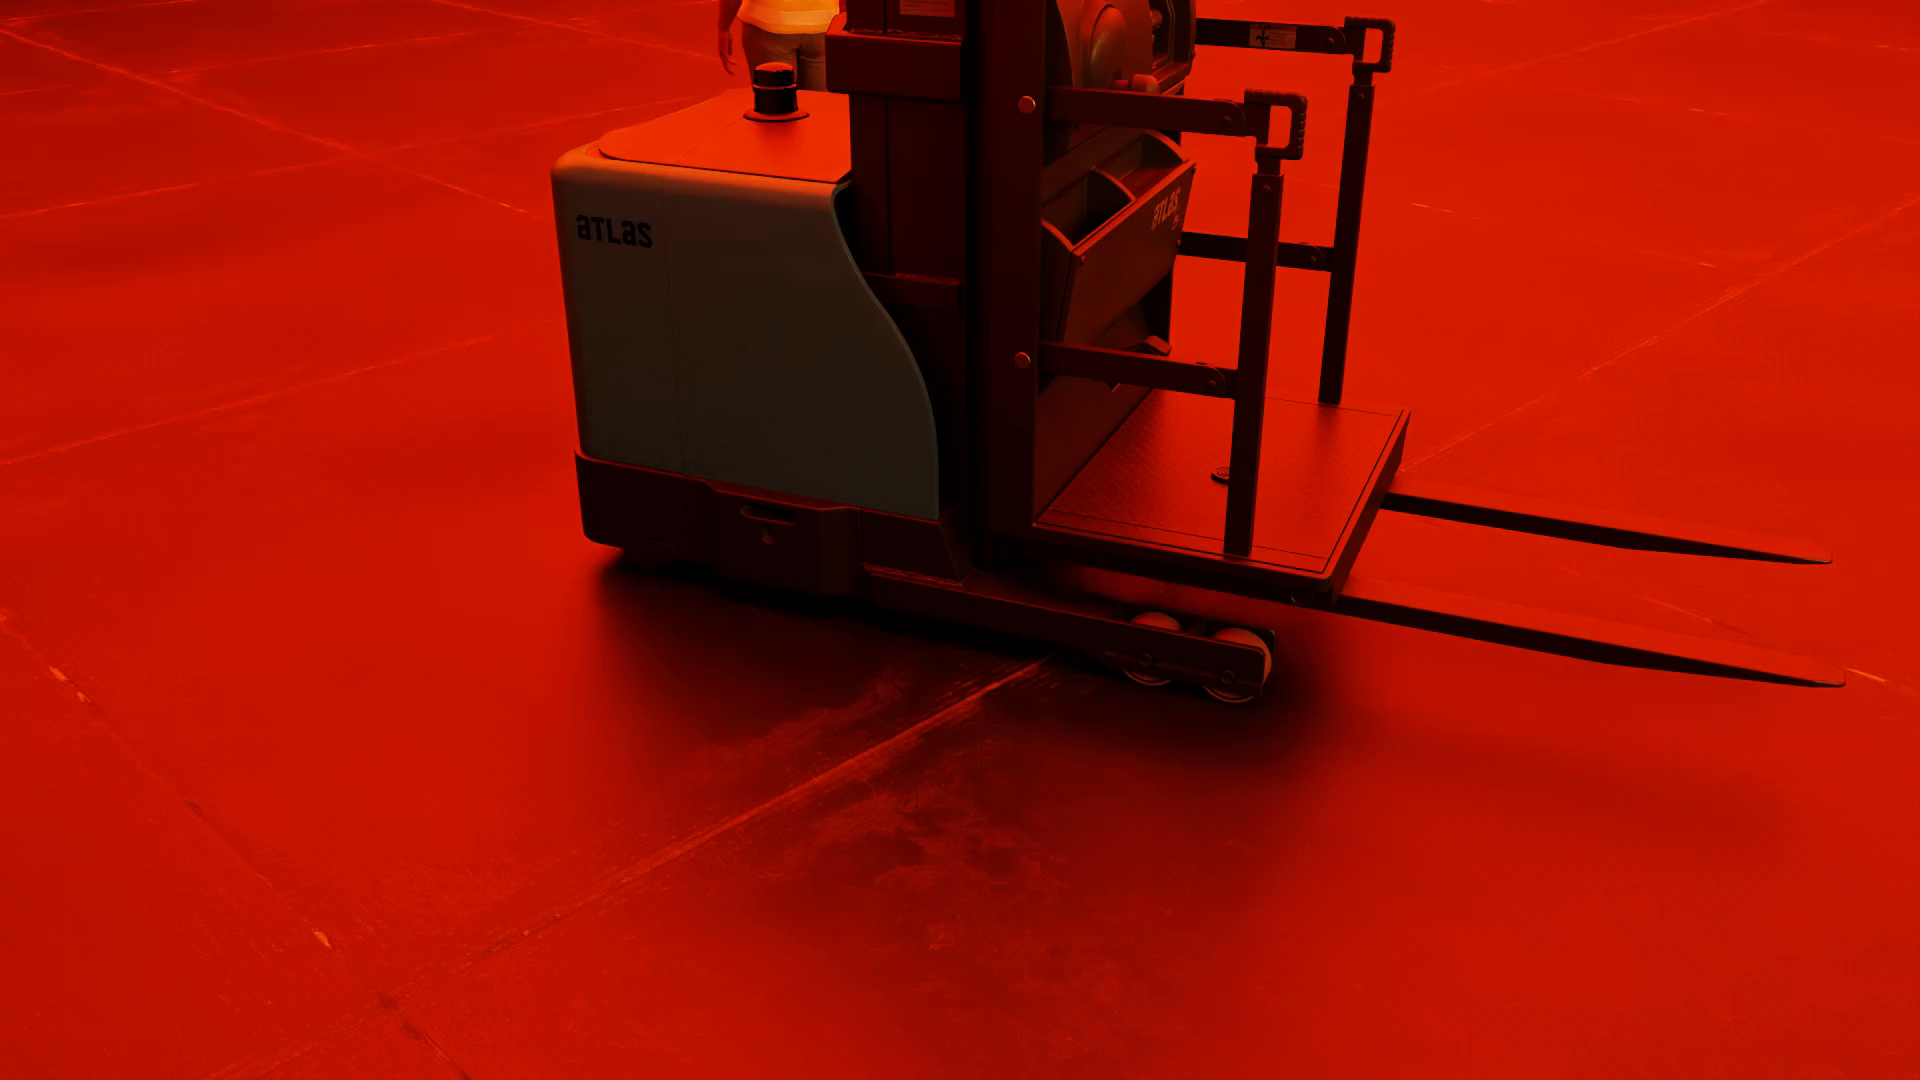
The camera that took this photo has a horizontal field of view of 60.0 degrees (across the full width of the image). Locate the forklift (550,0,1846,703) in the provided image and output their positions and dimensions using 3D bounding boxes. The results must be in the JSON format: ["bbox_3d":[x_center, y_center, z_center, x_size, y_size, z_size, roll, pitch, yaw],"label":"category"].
[{"bbox_3d":[0.560,-1.212,3.684,3.031,2.935,1.130,11,28,20],"label":"forklift"}]

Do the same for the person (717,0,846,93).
[{"bbox_3d":[-0.755,-2.171,6.947,0.666,1.765,0.577,-20,32,-34],"label":"person"}]
